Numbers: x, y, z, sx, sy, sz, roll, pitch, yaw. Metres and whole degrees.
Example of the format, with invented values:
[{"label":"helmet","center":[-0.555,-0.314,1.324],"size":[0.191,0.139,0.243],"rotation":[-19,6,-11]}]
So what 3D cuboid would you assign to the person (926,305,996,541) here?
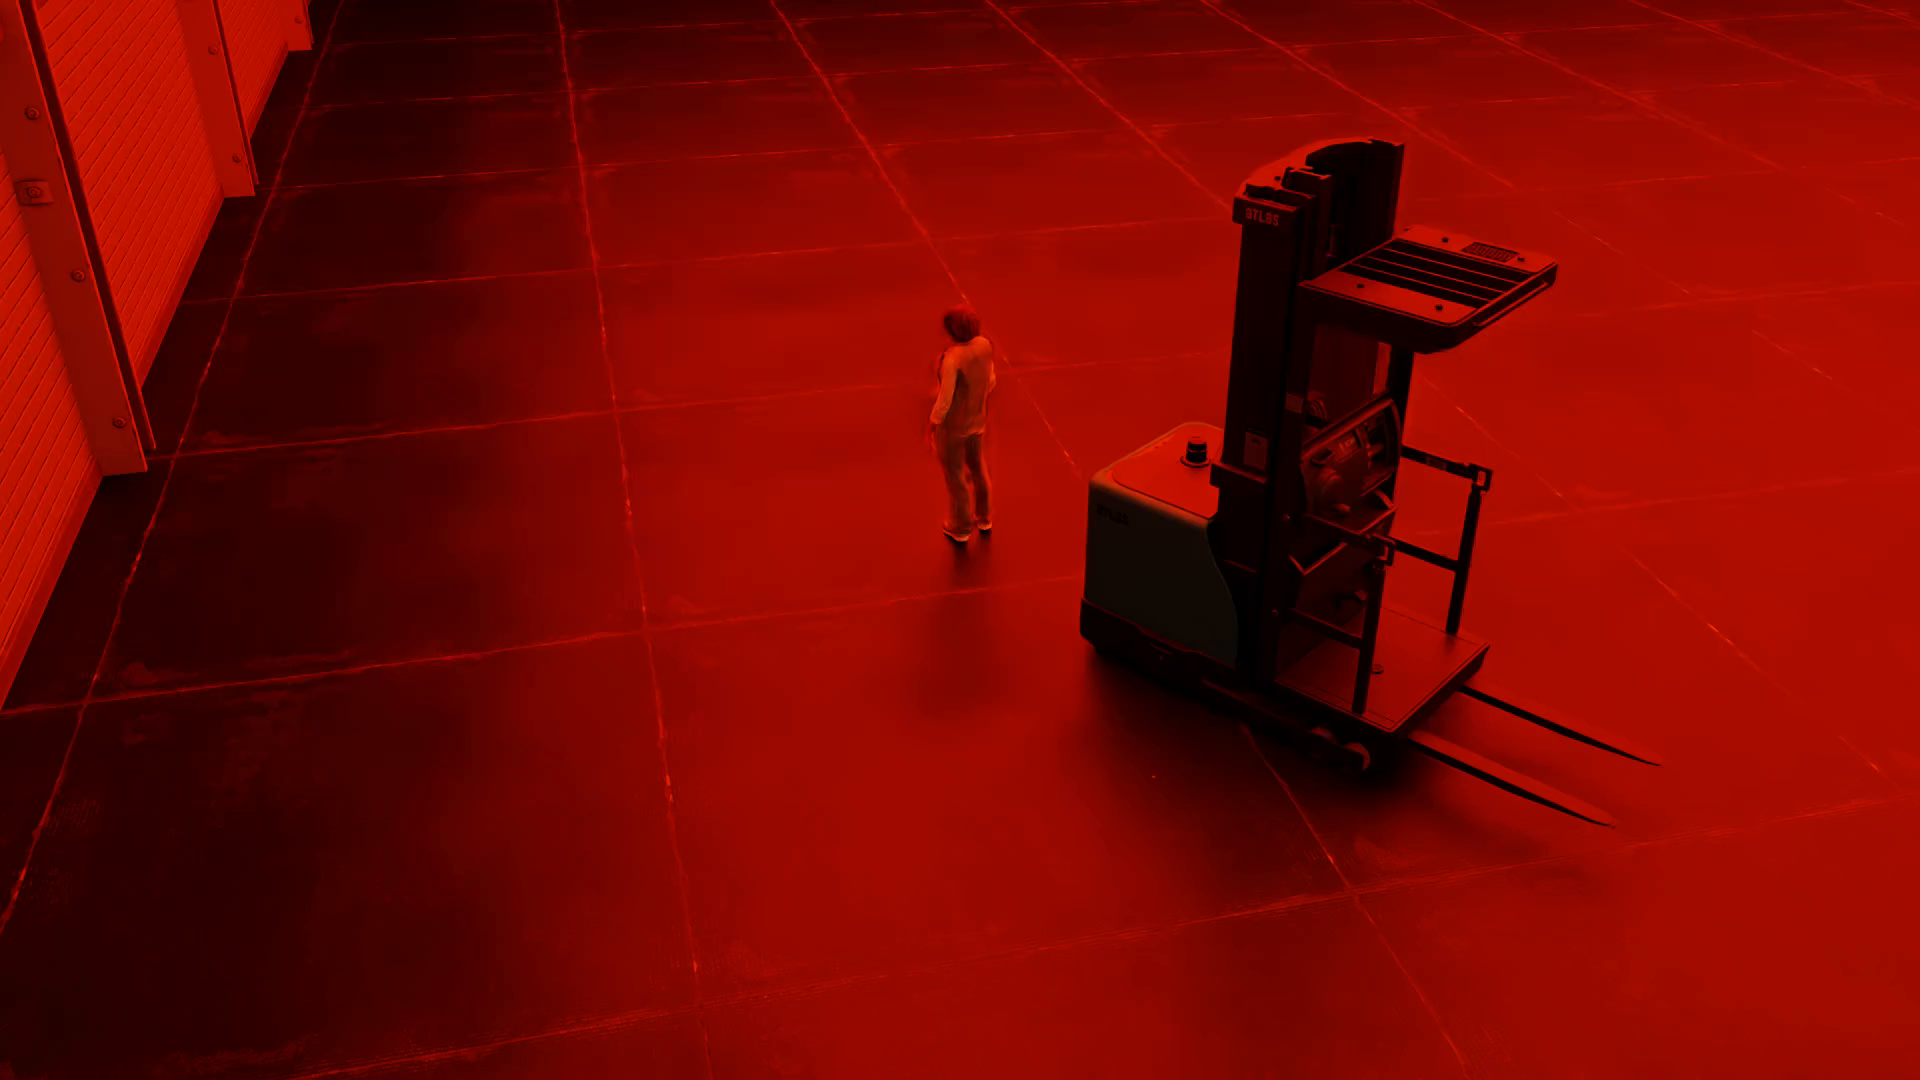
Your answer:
[{"label":"person","center":[0.022,-0.722,10.147],"size":[0.358,1.599,0.617],"rotation":[24,38,35]}]

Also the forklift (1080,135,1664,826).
[{"label":"forklift","center":[2.117,-0.372,8.218],"size":[3.031,2.935,1.130],"rotation":[24,38,35]}]
